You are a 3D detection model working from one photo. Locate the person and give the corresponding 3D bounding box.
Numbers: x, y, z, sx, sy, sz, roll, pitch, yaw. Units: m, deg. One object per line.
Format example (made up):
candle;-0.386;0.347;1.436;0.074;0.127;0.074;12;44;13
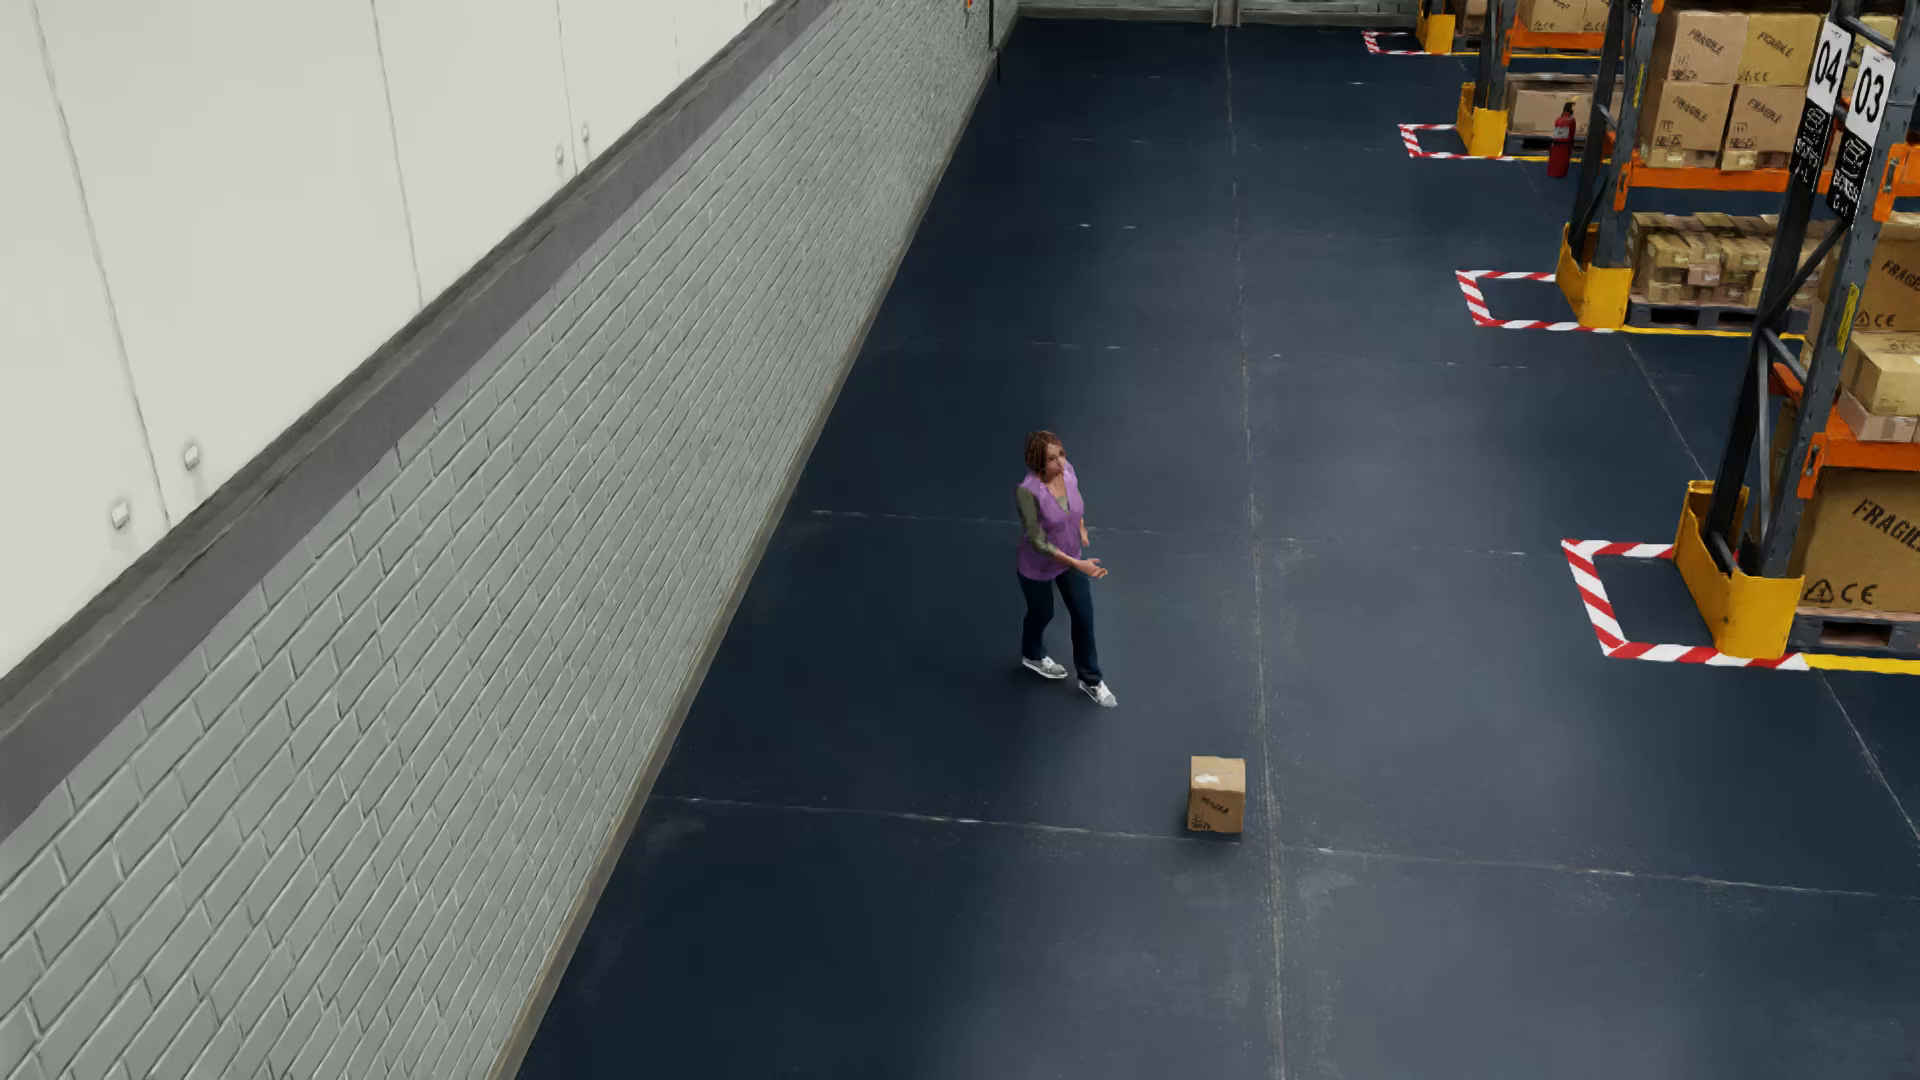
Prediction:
person;0.514;0.139;8.448;0.560;1.610;0.639;-17;33;-28
